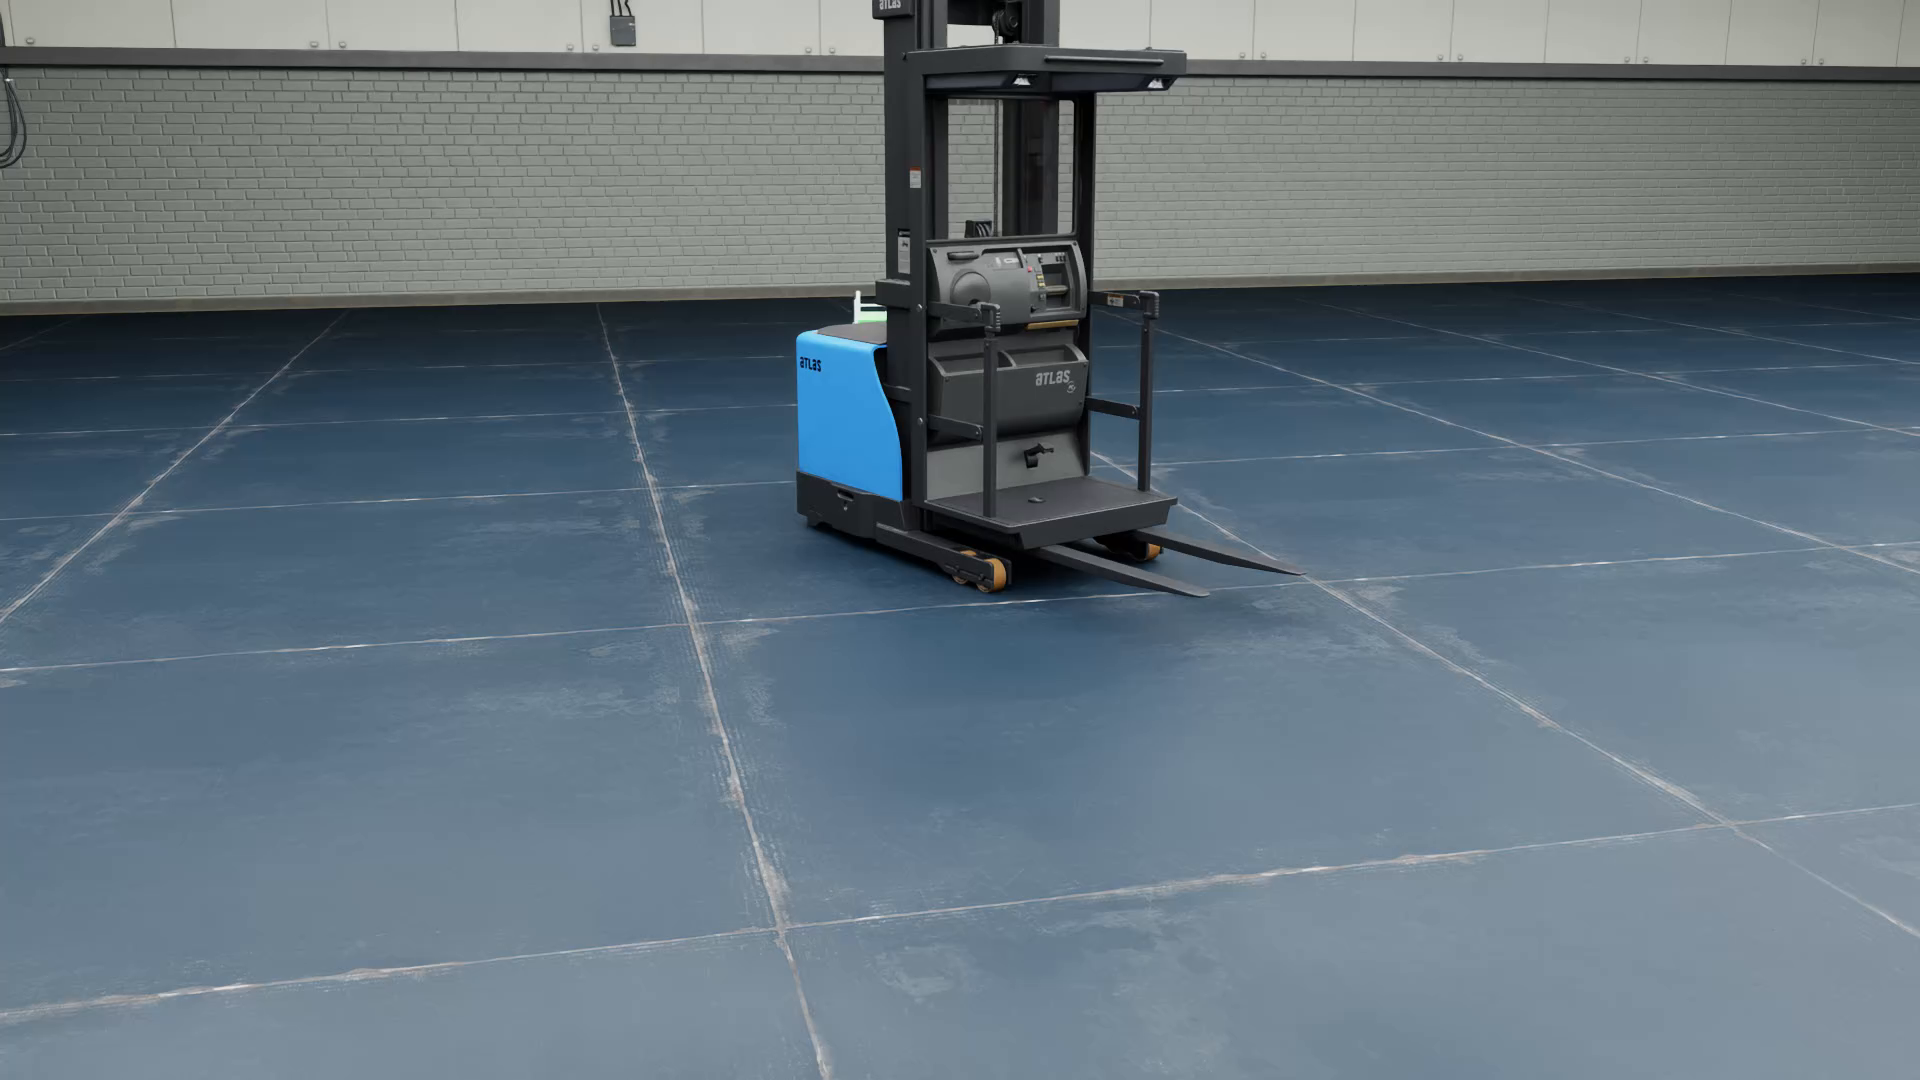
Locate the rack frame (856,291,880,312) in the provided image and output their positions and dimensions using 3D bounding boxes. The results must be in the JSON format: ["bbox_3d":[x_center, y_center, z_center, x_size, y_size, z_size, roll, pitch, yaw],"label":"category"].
[{"bbox_3d":[-0.497,-0.909,10.110,0.240,1.200,0.015,-1,14,-2],"label":"rack frame"}]

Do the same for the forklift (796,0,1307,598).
[{"bbox_3d":[0.376,-1.304,8.089,1.130,2.935,3.031,-10,17,-36],"label":"forklift"}]

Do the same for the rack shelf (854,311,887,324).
[{"bbox_3d":[-0.491,-1.254,9.773,0.258,0.148,0.480,-1,14,-2],"label":"rack shelf"}]

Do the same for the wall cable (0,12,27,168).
[{"bbox_3d":[-12.477,-5.492,18.988,3.097,2.526,0.112,-3,14,-13],"label":"wall cable"}]

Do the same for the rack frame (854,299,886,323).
[{"bbox_3d":[-0.480,-0.792,9.636,0.240,1.200,0.015,-1,14,-2],"label":"rack frame"}]

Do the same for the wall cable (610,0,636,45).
[{"bbox_3d":[-3.245,-9.178,20.367,2.305,6.003,0.169,-3,14,-13],"label":"wall cable"}]

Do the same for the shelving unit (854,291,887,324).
[{"bbox_3d":[-0.489,-0.851,9.873,0.258,1.200,0.503,-1,14,-2],"label":"shelving unit"}]
